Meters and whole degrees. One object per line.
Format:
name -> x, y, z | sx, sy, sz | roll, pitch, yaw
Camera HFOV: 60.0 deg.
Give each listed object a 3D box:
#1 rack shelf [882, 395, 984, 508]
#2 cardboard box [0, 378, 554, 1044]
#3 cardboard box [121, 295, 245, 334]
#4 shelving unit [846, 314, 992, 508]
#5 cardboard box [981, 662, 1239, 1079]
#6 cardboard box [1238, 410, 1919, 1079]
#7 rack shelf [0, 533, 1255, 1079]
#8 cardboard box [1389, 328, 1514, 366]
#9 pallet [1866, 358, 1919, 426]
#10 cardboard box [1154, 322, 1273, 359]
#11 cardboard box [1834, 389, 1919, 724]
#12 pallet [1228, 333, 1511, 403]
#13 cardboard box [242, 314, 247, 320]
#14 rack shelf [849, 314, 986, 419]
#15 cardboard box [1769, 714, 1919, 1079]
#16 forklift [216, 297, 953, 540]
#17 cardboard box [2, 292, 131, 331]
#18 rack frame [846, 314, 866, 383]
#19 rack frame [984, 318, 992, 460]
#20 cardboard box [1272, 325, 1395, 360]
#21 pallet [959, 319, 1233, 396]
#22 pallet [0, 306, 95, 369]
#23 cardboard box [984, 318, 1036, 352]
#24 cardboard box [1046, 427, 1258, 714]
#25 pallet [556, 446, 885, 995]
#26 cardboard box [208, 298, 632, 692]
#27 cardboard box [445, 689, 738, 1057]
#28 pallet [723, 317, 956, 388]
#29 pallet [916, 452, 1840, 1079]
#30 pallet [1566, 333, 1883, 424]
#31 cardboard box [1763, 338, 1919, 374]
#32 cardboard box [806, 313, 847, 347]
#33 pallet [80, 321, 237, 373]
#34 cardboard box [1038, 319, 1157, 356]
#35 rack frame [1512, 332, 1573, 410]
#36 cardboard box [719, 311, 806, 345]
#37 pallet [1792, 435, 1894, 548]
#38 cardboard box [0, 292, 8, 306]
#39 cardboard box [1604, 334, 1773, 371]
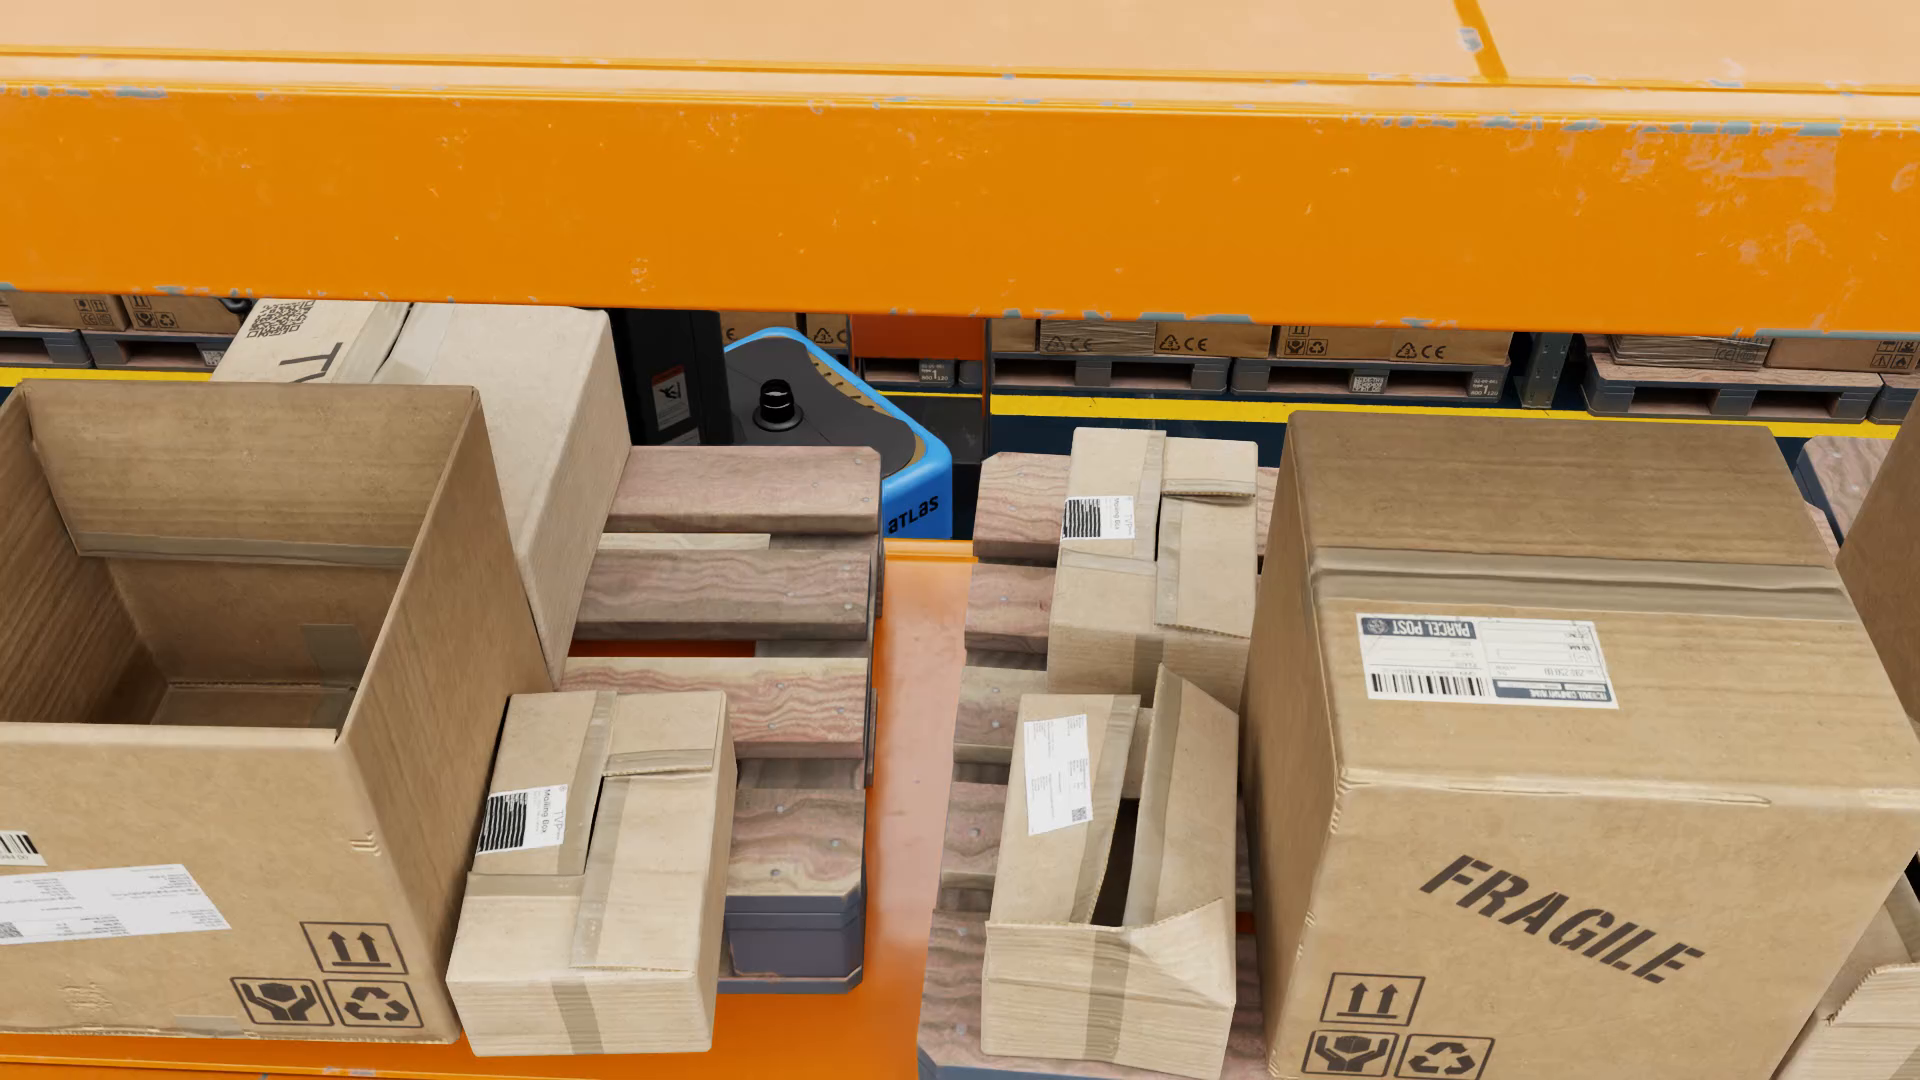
rack shelf -> -0.140, -0.266, 6.542 | 0.480, 0.518, 0.431 | 2, 43, 2
cardboard box -> -0.772, 0.179, 1.775 | 0.500, 0.500, 0.500 | 1, 43, 1
cardboard box -> -3.433, -1.279, 7.448 | 0.500, 0.500, 0.500 | 3, 43, 3
shelving unit -> -0.140, -0.789, 6.056 | 0.503, 2.100, 0.431 | 2, 43, 2
cardboard box -> 0.170, 0.335, 1.780 | 0.258, 0.266, 0.396 | 5, 43, 5
cardboard box -> 0.583, 0.221, 1.731 | 0.500, 0.500, 0.500 | 2, 43, 2
rack shelf -> 0.358, 0.469, 2.373 | 4.000, 0.370, 1.077 | 2, 43, 2
cardboard box -> 2.144, -1.121, 7.278 | 0.500, 0.500, 0.500 | 3, 43, 3
pallet -> 4.612, -0.904, 7.565 | 1.213, 0.211, 1.003 | 2, 43, 2
cardboard box -> 1.122, -1.157, 7.318 | 0.500, 0.500, 0.500 | 3, 43, 4
cardboard box -> 1.359, 0.176, 1.778 | 0.500, 0.500, 0.700 | 0, 43, 0
pallet -> 1.832, -1.043, 7.715 | 1.213, 0.211, 1.003 | 2, 43, 2
cardboard box -> -2.920, -1.332, 7.505 | 0.500, 0.500, 0.700 | 0, 43, 0
rack shelf -> -0.140, -0.779, 6.065 | 0.480, 0.518, 0.431 | 2, 43, 2
cardboard box -> 0.965, 0.359, 1.754 | 0.258, 0.266, 0.396 | 1, 43, 1
forklift -> -1.465, -0.189, 4.803 | 3.031, 2.935, 1.130 | -30, 51, -28
cardboard box -> -3.957, -1.364, 7.539 | 0.500, 0.500, 0.700 | 3, 43, 4
rack frame -> -0.384, -0.795, 6.063 | 0.015, 2.100, 0.400 | 2, 43, 2
rack frame -> 0.104, -0.782, 6.049 | 0.015, 2.100, 0.400 | 2, 43, 2
cardboard box -> 1.645, -1.143, 7.302 | 0.500, 0.500, 0.500 | 1, 43, 1
pallet -> 0.616, -1.083, 7.757 | 1.213, 0.211, 1.003 | 2, 43, 2
pallet -> -4.543, -1.214, 7.899 | 1.213, 0.211, 1.003 | 2, 43, 2
cardboard box -> 0.084, -1.181, 7.343 | 0.500, 0.500, 0.500 | 1, 43, 1
cardboard box -> 0.256, 0.032, 2.177 | 0.250, 0.166, 0.380 | 5, 43, 5
pallet -> -0.721, 0.209, 2.265 | 1.217, 0.209, 0.805 | 0, 43, 0
cardboard box -> -0.750, -0.092, 2.205 | 0.500, 0.311, 0.500 | 2, 43, 2
cardboard box -> -0.391, 0.354, 1.832 | 0.250, 0.166, 0.380 | -1, 43, -1
pallet -> -0.605, -1.118, 7.796 | 1.213, 0.211, 1.003 | 2, 43, 2
pallet -> 0.593, 0.321, 2.143 | 1.213, 0.211, 1.003 | 4, 43, 4
pallet -> 3.397, -0.943, 7.607 | 1.213, 0.211, 1.003 | 2, 43, 2
cardboard box -> 3.852, -1.257, 7.332 | 0.625, 0.625, 0.875 | 3, 43, 3
cardboard box -> -0.414, -1.199, 7.362 | 0.500, 0.500, 0.500 | 1, 43, 1
pallet -> -3.328, -1.175, 7.856 | 1.213, 0.211, 1.003 | 2, 43, 2
cardboard box -> 0.602, -1.161, 7.321 | 0.500, 0.500, 0.500 | 0, 43, 0
rack frame -> 2.576, -2.015, 6.712 | 0.127, 3.000, 1.000 | 2, 43, 2
cardboard box -> -0.947, -1.209, 7.373 | 0.500, 0.500, 0.500 | 3, 43, 4
pallet -> 1.711, 0.353, 2.109 | 1.003, 0.211, 1.213 | 4, 43, 4
cardboard box -> -4.386, -1.248, 7.673 | 0.250, 0.149, 0.380 | 0, 43, 0
cardboard box -> 3.199, -1.271, 7.348 | 0.625, 0.625, 0.875 | 3, 43, 3
